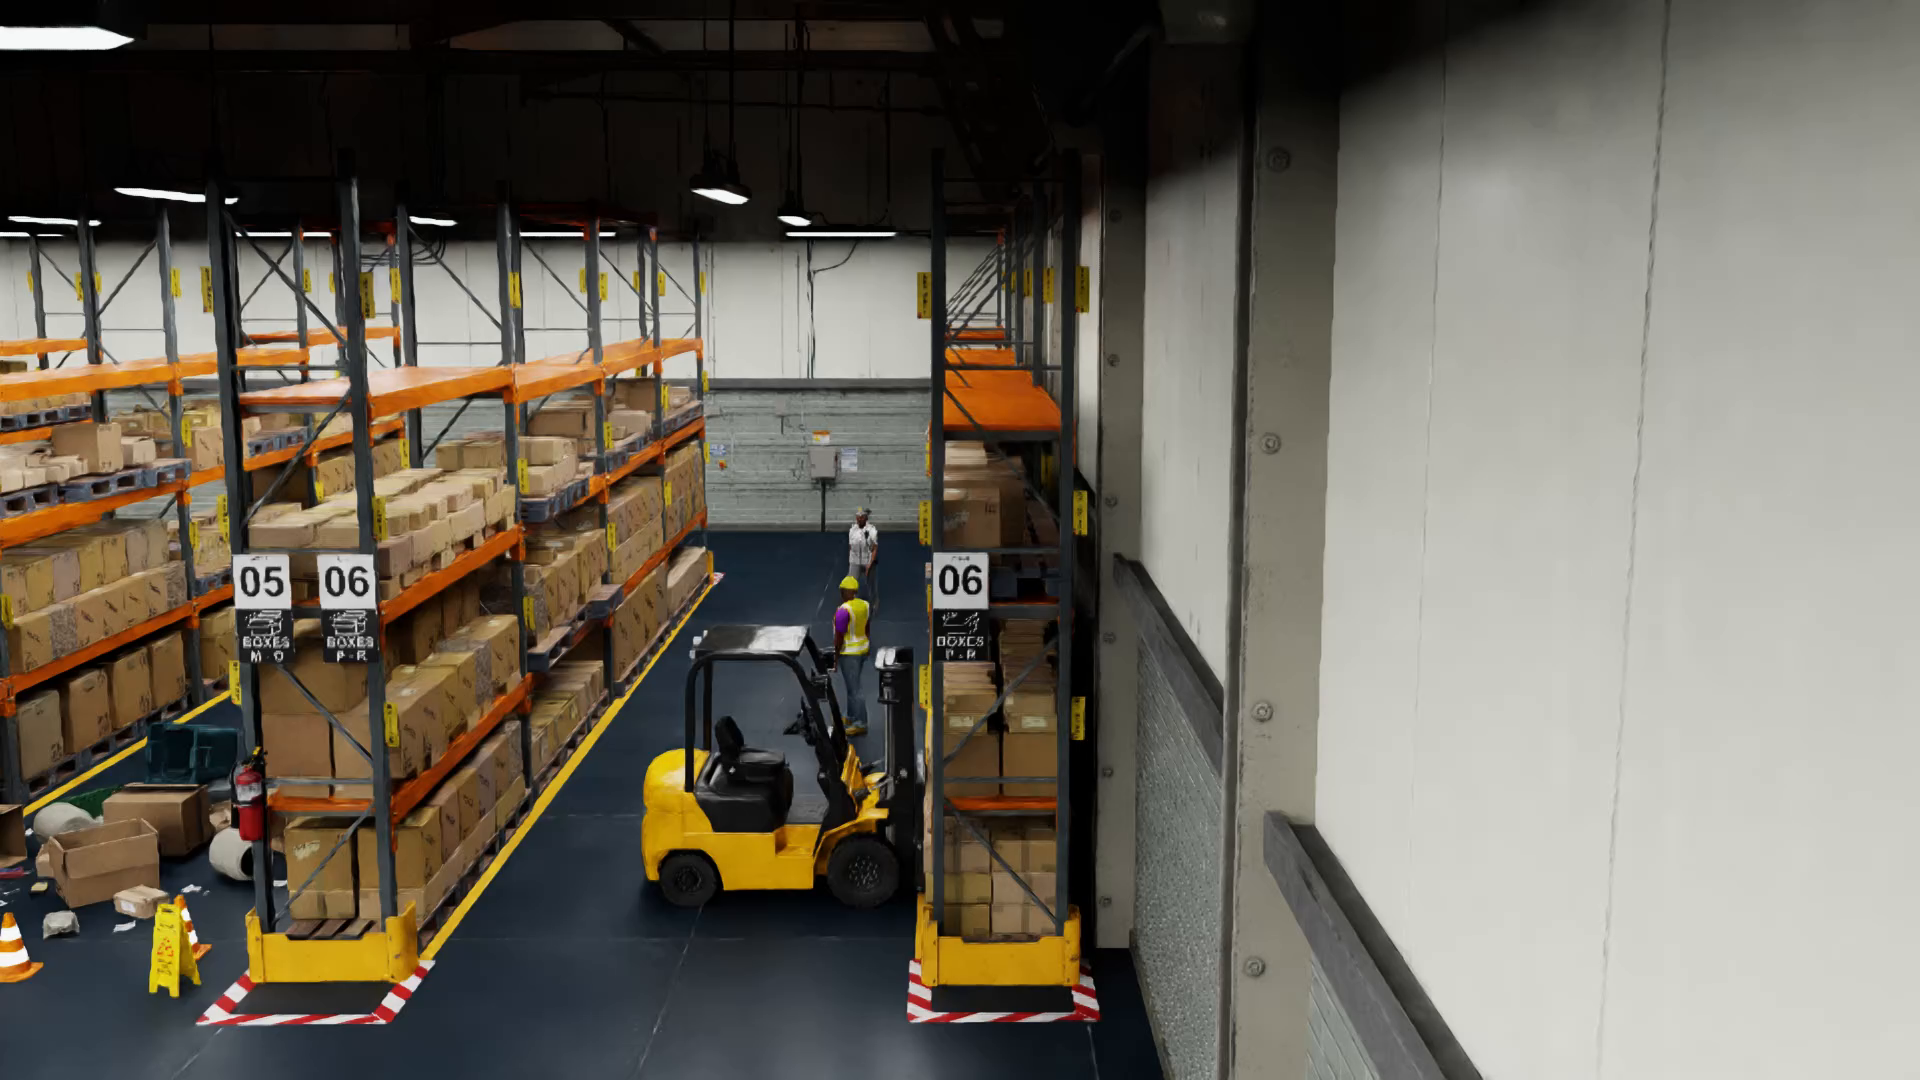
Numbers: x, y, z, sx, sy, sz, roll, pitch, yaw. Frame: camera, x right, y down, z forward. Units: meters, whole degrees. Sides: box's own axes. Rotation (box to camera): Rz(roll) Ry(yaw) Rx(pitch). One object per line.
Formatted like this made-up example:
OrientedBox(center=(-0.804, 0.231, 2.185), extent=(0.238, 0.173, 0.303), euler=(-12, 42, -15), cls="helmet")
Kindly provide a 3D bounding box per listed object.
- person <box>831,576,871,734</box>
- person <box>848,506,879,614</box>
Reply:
OrientedBox(center=(-1.262, 1.274, 18.894), extent=(0.591, 1.763, 0.685), euler=(4, 10, 23), cls="person")
OrientedBox(center=(-1.369, 0.310, 23.539), extent=(0.443, 1.622, 0.988), euler=(1, 9, 8), cls="person")
